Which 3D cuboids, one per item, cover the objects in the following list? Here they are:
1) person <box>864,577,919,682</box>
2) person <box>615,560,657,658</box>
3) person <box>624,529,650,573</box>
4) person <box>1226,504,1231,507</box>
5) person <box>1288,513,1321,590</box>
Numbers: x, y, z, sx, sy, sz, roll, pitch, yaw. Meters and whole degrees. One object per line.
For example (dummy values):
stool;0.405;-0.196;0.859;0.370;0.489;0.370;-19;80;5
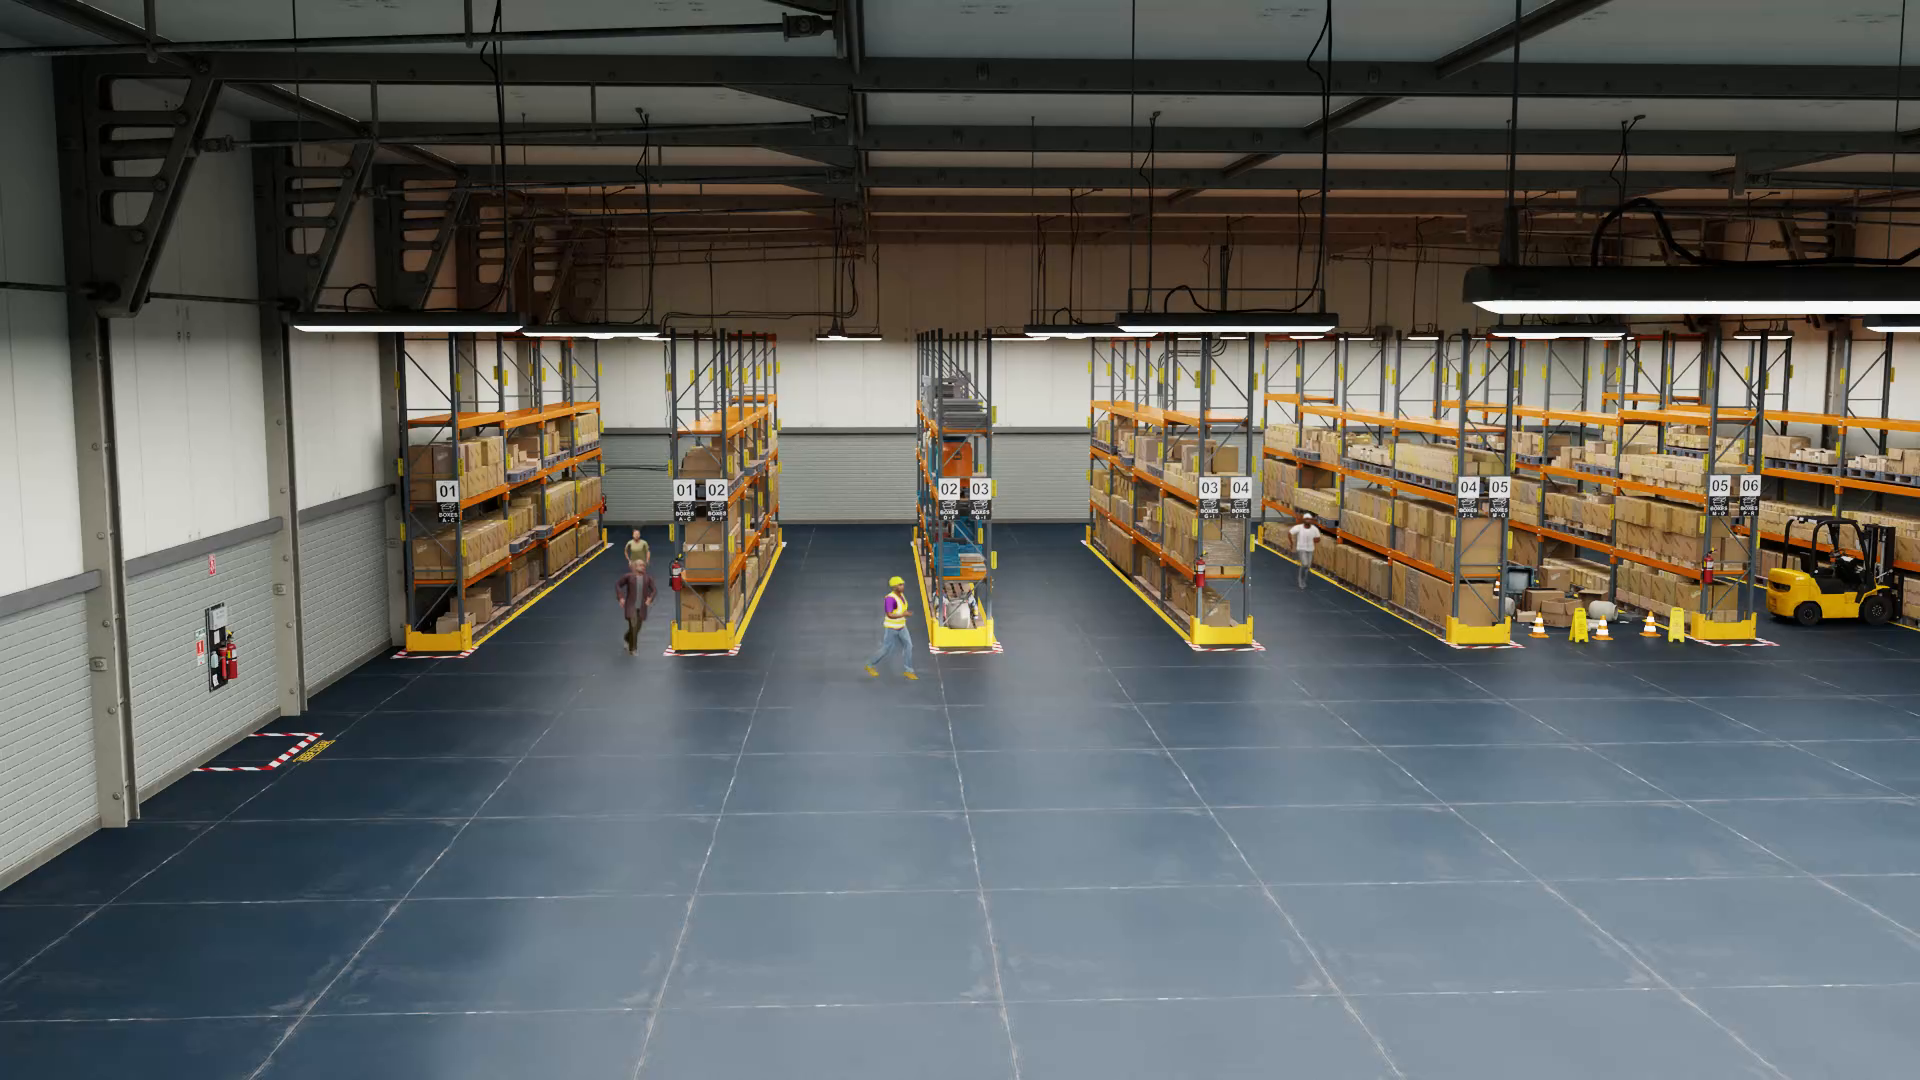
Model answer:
person;-1.147;1.512;28.339;0.940;1.806;0.711;3;7;25
person;-5.978;1.248;30.762;0.740;1.770;0.862;-4;8;-30
person;-7.226;0.548;37.246;0.564;1.612;0.587;-1;7;-12
person;7.475;-0.532;45.588;0.657;1.827;0.748;0;7;1
person;8.108;0.260;38.963;0.685;1.785;0.691;-1;7;-11
